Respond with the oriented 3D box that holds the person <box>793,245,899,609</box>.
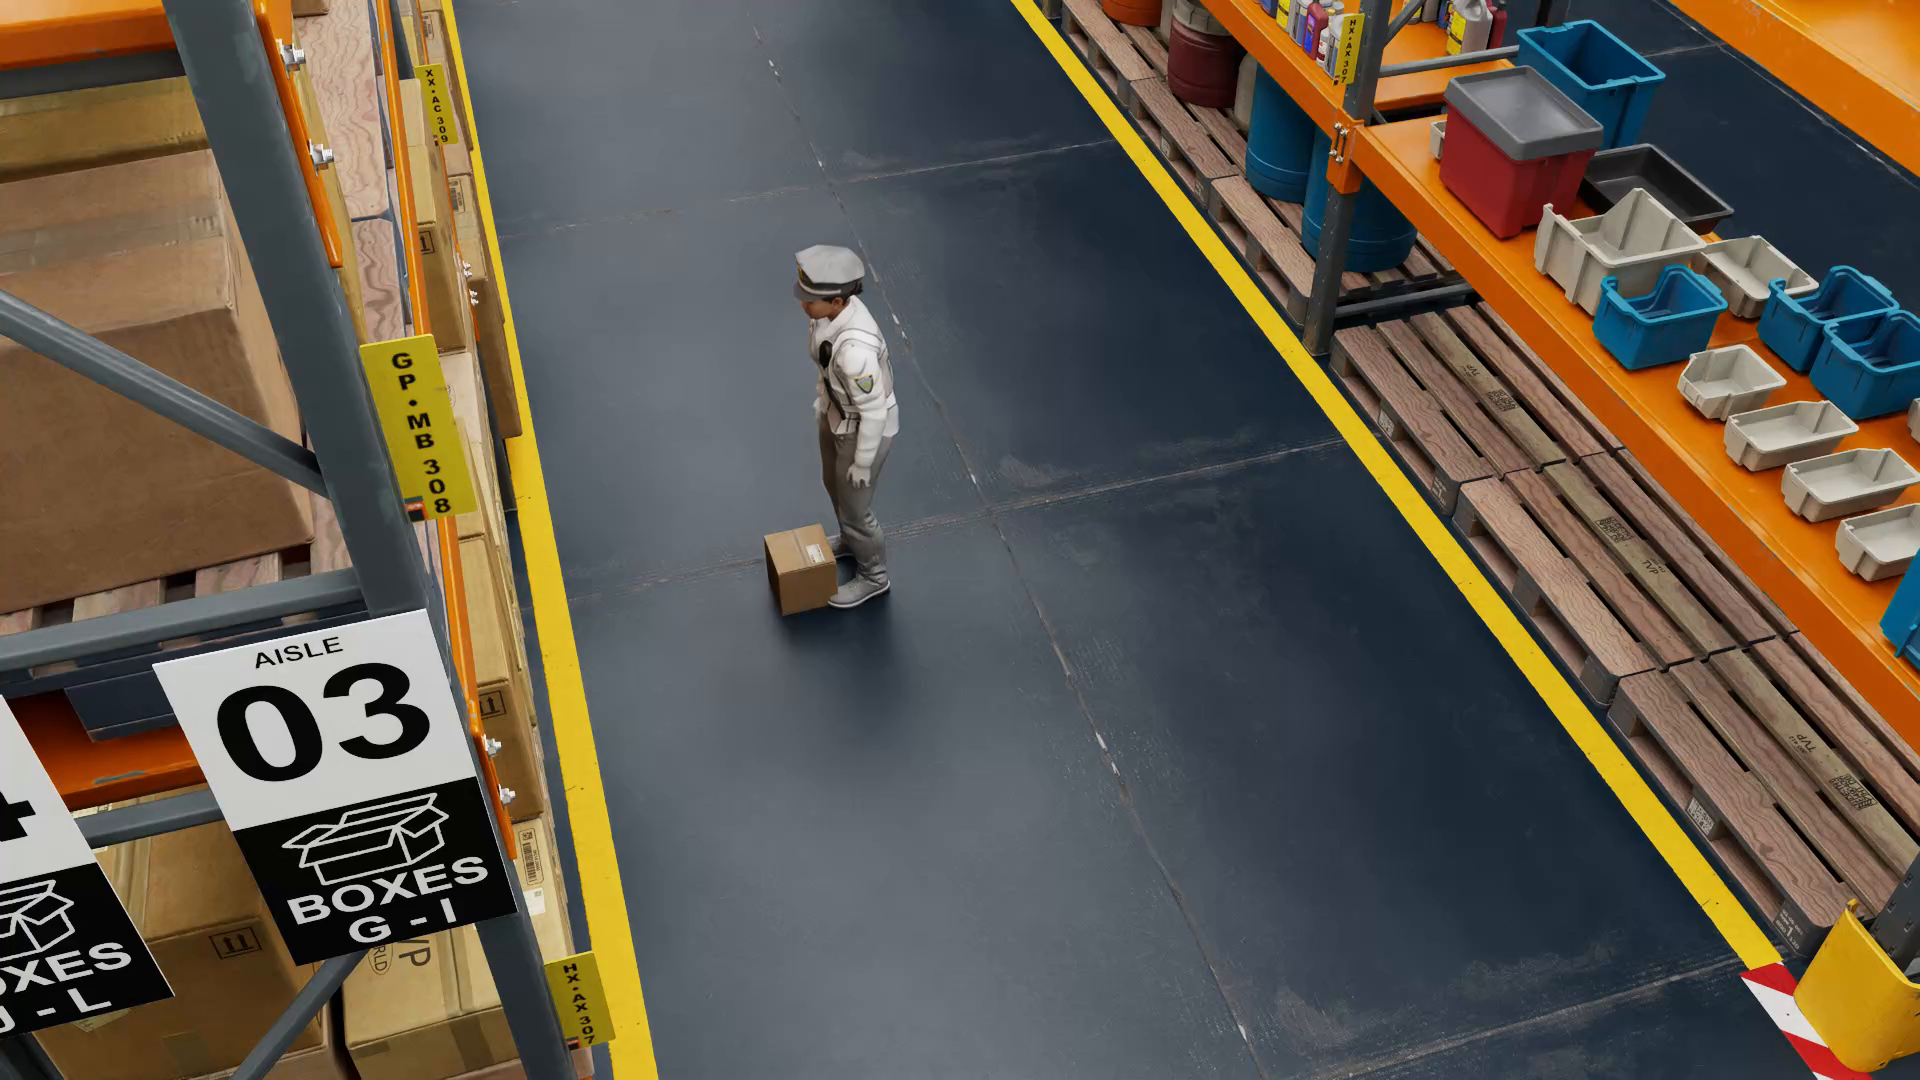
[{"bbox_3d":[-0.444,-0.444,6.640,0.371,1.666,0.547,-14,44,-15],"label":"person"}]
